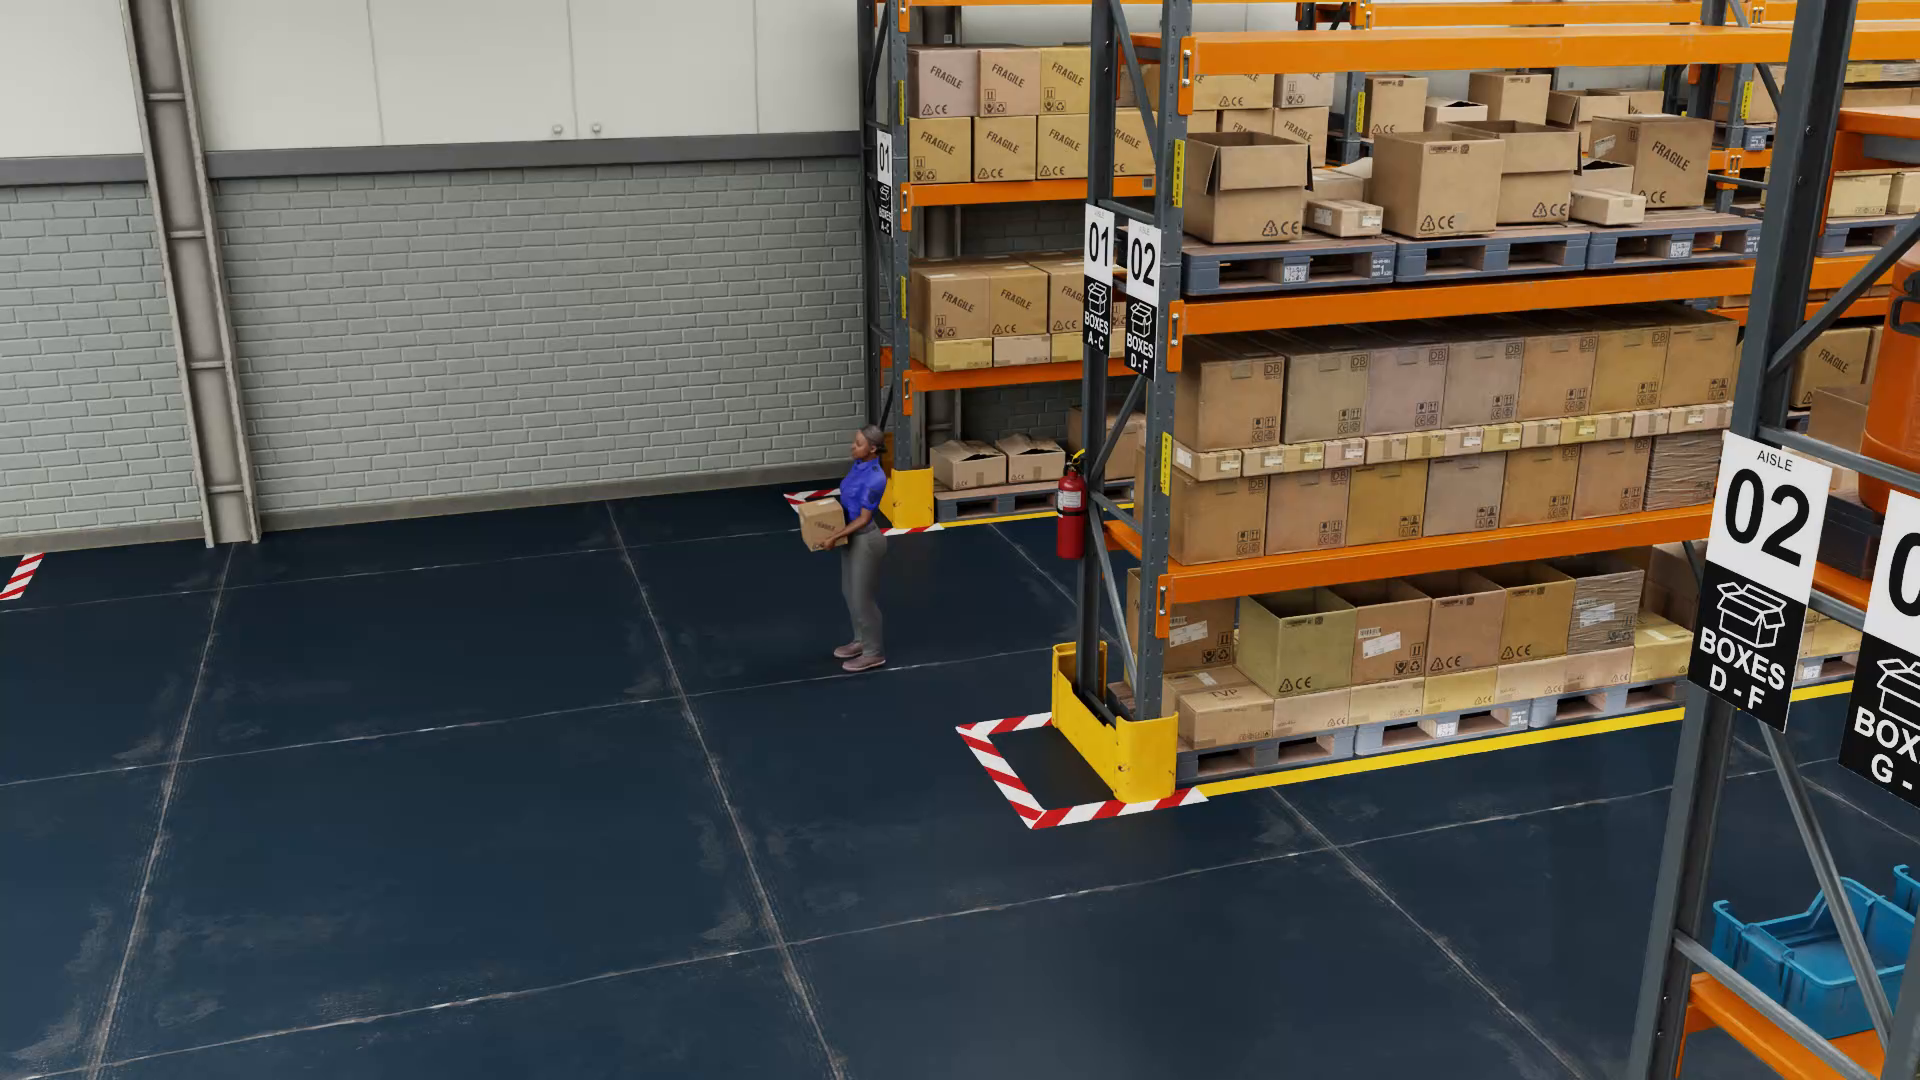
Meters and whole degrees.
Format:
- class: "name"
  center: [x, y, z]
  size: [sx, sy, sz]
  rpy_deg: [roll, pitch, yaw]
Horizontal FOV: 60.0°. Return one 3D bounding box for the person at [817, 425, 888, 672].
- class: "person"
  center: [-0.719, 0.044, 10.965]
  size: [0.517, 1.646, 0.450]
  rpy_deg: [-6, 20, -17]
